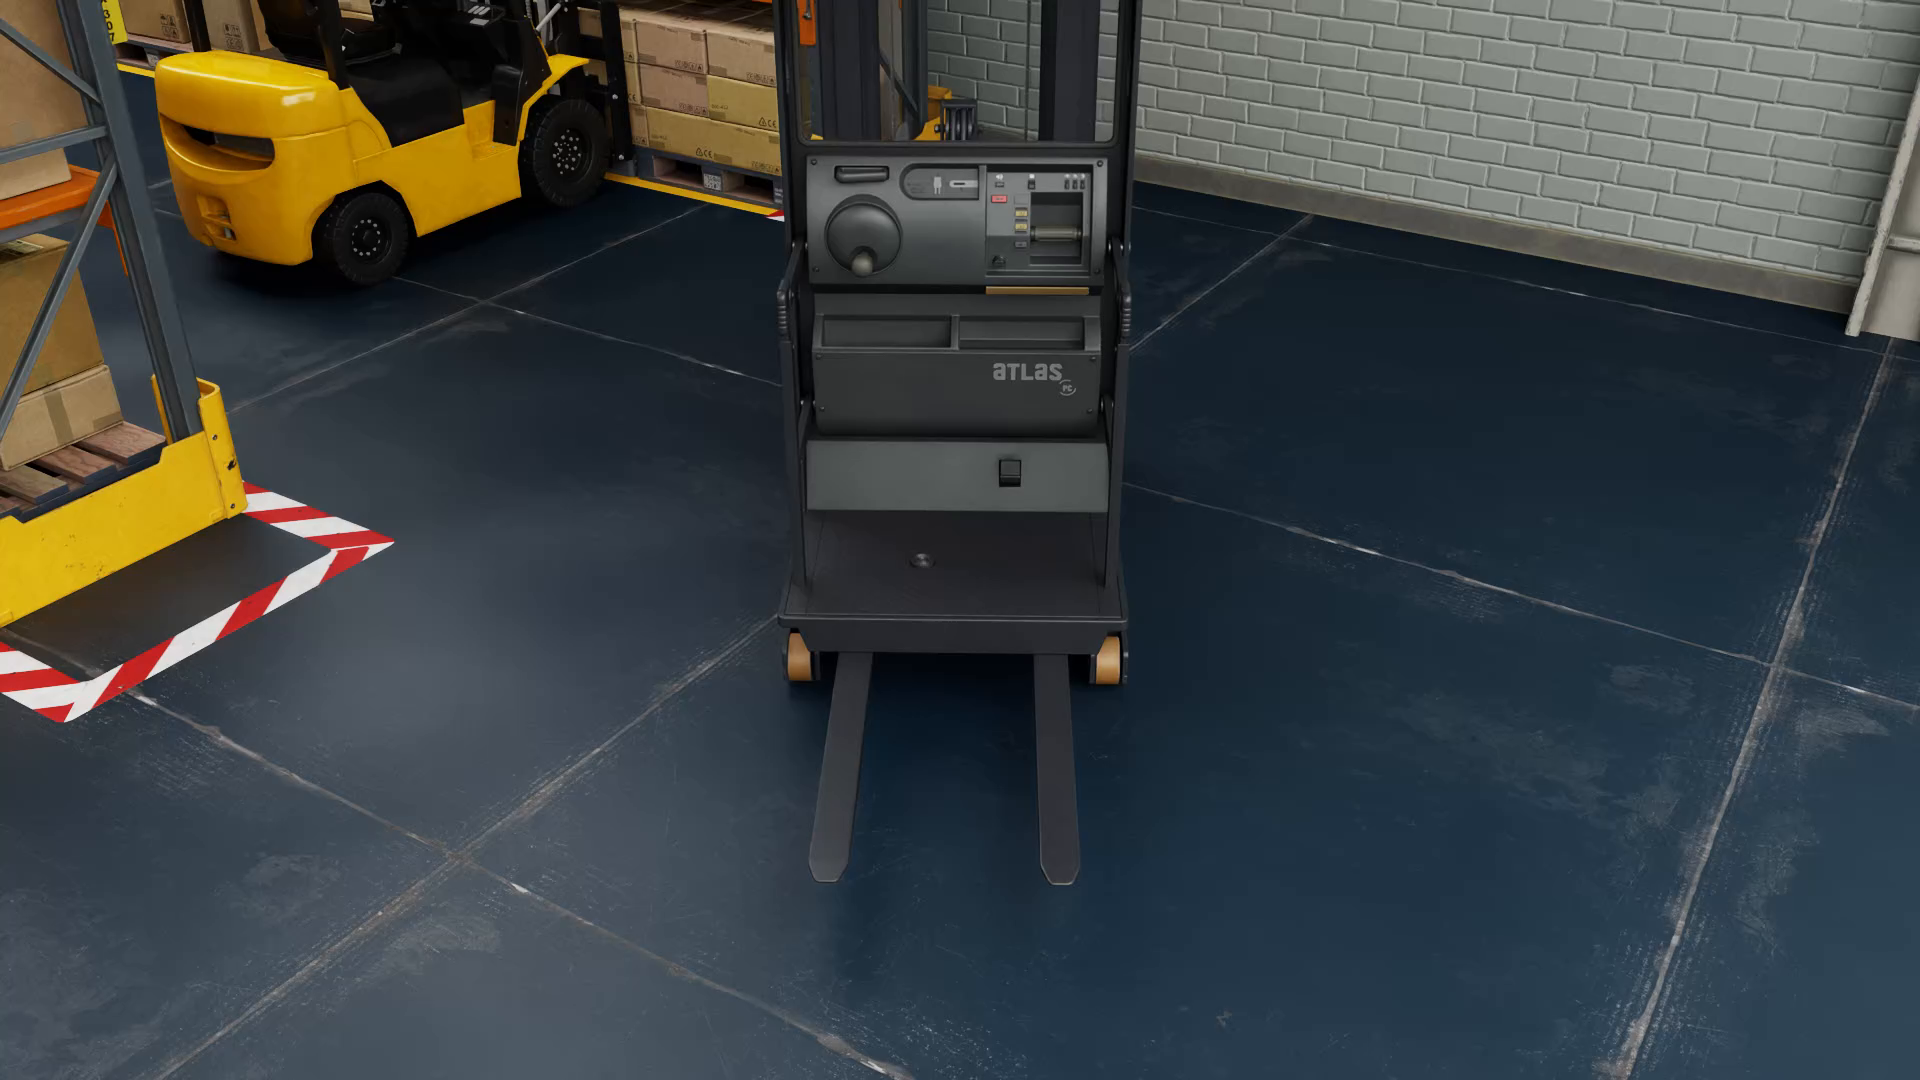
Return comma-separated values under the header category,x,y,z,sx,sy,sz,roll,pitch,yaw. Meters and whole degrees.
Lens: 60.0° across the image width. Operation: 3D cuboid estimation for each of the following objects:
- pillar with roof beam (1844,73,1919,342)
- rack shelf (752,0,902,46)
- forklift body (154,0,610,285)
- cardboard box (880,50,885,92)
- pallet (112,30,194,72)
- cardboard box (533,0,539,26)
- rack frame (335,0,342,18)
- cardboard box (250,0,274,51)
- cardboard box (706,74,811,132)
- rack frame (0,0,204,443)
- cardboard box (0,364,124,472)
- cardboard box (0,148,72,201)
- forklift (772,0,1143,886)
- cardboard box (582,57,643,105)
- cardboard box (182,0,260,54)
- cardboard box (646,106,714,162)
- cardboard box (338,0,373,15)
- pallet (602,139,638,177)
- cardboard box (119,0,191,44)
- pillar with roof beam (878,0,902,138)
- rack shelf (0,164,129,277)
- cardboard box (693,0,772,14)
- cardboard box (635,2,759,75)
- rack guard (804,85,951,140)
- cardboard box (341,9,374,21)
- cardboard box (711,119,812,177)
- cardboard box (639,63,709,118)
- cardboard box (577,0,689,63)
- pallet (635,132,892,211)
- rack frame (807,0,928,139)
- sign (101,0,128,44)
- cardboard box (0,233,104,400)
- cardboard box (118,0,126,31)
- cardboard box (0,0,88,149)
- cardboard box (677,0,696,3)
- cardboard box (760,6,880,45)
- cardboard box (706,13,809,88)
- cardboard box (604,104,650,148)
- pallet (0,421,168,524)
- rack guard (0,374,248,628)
category,x,y,z,sx,sy,sz,roll,pitch,yaw
pillar with roof beam,2.180,-3.044,2.538,0.400,9.000,9.100,18,35,27
rack shelf,-2.197,-3.552,10.075,4.000,0.370,1.077,18,35,27
forklift body,-3.079,-2.689,8.725,1.214,2.155,2.313,18,35,27
cardboard box,-0.790,-2.751,9.804,0.500,0.250,0.500,18,35,28
pallet,-5.573,-3.701,12.384,1.213,0.211,1.003,18,35,27
cardboard box,-2.352,-3.147,9.987,0.500,0.250,0.500,17,34,26
rack frame,-3.891,-4.398,10.812,0.127,3.000,1.000,18,35,27
cardboard box,-4.338,-3.689,11.536,0.625,0.625,0.875,19,35,29
cardboard box,-1.081,-2.533,9.431,0.500,0.250,0.500,17,34,27
rack frame,-3.138,-1.207,5.342,0.127,3.000,1.000,18,35,27
cardboard box,-3.675,-0.535,6.502,0.500,0.250,0.500,17,34,27
cardboard box,-3.316,-1.278,5.713,0.250,0.149,0.380,18,35,28
forklift,-0.013,-0.952,4.973,1.130,2.935,3.031,1,30,1
cardboard box,-1.949,-2.801,9.891,0.500,0.250,0.500,17,34,26
cardboard box,-4.992,-3.900,11.898,0.625,0.625,0.875,17,34,27
cardboard box,-1.485,-2.449,9.782,0.500,0.250,0.500,18,35,27
cardboard box,-3.648,-3.560,10.696,0.500,0.250,0.500,17,34,27
pallet,-2.202,-2.636,10.559,1.213,0.211,1.003,18,35,27
cardboard box,-5.629,-4.100,12.242,0.625,0.625,0.875,16,34,25
pillar with roof beam,-2.902,-4.652,5.293,0.400,9.000,9.100,18,35,27
rack shelf,-4.832,-1.432,6.442,4.000,0.370,1.077,18,35,27
cardboard box,-1.234,-3.094,9.896,0.500,0.250,0.500,18,35,27
cardboard box,-1.494,-2.877,9.524,0.500,0.250,0.500,18,35,28
rack guard,-0.482,-2.240,9.594,0.348,0.500,1.175,18,35,27
cardboard box,-3.645,-3.346,10.825,0.500,0.250,0.500,17,34,27
cardboard box,-1.069,-2.311,9.547,0.500,0.250,0.500,18,35,28
cardboard box,-1.500,-2.672,9.669,0.500,0.250,0.500,17,34,27
cardboard box,-1.927,-3.008,9.748,0.500,0.250,0.500,18,35,28
pallet,-1.173,-2.309,9.999,1.213,0.211,1.003,18,35,27
rack frame,-0.503,-3.327,8.975,0.127,3.000,1.000,18,35,27
sign,-2.850,-1.813,5.521,0.005,0.325,0.100,18,35,27
cardboard box,-3.695,-0.865,6.324,0.500,0.500,0.500,16,34,26
cardboard box,-6.200,-4.281,12.551,0.625,0.625,0.875,19,35,29
cardboard box,-3.392,-1.624,5.663,0.500,0.500,0.500,17,34,27
cardboard box,-1.652,-3.233,10.134,0.500,0.250,0.500,17,34,27
cardboard box,-0.809,-2.962,9.670,0.500,0.250,0.500,17,34,27
cardboard box,-1.058,-2.742,9.294,0.500,0.250,0.500,19,35,29
cardboard box,-1.904,-2.586,10.019,0.500,0.250,0.500,18,35,28
pallet,-3.872,-0.256,6.479,1.213,0.211,1.003,18,35,27
rack guard,-3.203,-0.148,6.007,0.348,0.500,1.175,18,35,27
